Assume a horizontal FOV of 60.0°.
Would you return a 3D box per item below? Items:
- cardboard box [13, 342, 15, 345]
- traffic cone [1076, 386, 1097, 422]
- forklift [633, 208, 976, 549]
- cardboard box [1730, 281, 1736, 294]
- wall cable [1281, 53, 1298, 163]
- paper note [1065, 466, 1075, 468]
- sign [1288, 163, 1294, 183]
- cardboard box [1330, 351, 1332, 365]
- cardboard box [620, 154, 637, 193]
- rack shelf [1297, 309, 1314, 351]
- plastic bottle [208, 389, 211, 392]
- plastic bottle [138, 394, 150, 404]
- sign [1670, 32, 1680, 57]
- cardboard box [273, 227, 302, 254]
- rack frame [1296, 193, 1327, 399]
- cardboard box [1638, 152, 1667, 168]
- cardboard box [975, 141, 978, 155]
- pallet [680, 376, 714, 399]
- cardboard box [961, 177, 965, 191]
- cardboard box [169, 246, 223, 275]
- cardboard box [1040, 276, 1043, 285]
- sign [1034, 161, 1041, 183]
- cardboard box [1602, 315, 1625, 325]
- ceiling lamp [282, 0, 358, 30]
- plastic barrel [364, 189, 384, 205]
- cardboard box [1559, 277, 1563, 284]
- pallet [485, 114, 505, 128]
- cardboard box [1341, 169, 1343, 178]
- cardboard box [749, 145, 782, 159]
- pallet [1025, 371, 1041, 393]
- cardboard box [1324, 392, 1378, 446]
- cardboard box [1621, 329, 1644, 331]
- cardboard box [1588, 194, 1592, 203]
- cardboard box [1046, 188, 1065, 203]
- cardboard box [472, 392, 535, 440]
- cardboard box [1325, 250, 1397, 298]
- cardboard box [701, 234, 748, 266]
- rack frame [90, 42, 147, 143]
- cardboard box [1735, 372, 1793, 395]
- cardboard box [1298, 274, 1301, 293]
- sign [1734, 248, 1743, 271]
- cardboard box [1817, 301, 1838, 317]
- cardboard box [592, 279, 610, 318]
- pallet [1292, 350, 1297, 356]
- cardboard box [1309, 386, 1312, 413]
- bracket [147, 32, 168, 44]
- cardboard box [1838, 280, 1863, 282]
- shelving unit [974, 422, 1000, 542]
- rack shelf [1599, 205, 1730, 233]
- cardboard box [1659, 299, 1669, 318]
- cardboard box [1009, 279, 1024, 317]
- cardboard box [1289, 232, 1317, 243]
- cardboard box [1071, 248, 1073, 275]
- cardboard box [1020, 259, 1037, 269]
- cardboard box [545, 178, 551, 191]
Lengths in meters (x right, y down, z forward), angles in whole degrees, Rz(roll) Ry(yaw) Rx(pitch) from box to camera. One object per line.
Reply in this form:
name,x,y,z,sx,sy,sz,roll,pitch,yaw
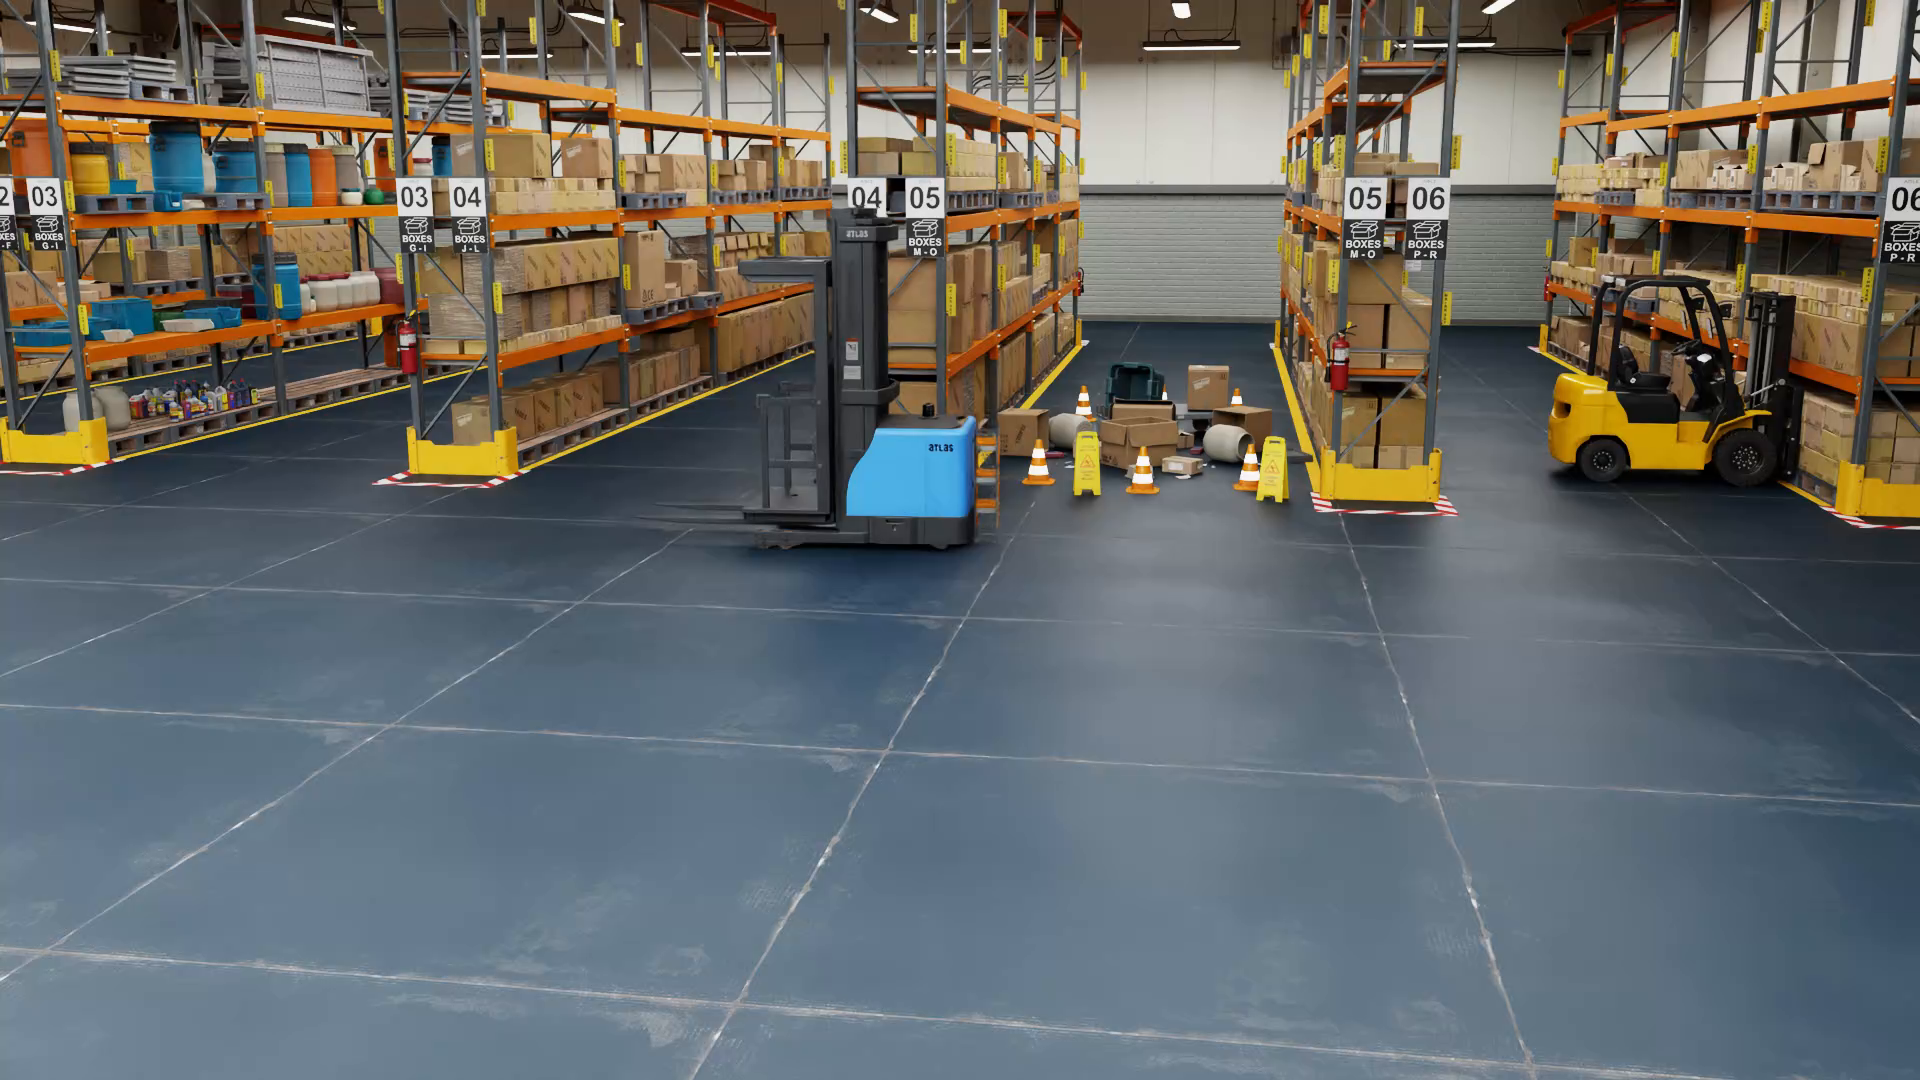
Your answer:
cardboard box,-14.685,-2.905,25.552,0.500,0.311,0.500,2,12,8
traffic cone,1.674,-1.846,22.461,0.336,0.463,0.334,2,12,9
forklift,-1.391,-1.461,14.813,3.031,2.935,1.130,1,12,5
cardboard box,9.732,-3.104,20.501,0.380,0.149,0.250,2,12,9
wall cable,7.324,-9.340,36.974,0.463,3.000,0.029,2,12,9
paper note,1.273,-0.834,18.793,0.144,0.017,0.142,7,14,28
sign,5.564,-6.157,27.909,0.100,0.325,0.005,2,12,9
cardboard box,4.042,-1.902,17.296,0.380,0.149,0.250,2,12,8
cardboard box,-4.740,-4.854,22.036,0.797,0.503,0.637,1,12,6
rack shelf,5.190,-2.781,22.486,1.077,0.370,4.000,2,12,9
plastic bottle,-9.803,-1.833,21.781,0.061,0.283,0.133,2,12,9
plastic bottle,-10.483,-1.726,21.303,0.152,0.276,0.135,2,12,7
sign,9.865,-6.833,22.933,0.100,0.325,0.005,2,12,9
cardboard box,-13.038,-5.759,31.984,0.500,0.500,0.500,1,12,7
rack frame,5.497,-3.549,24.342,1.000,3.000,0.127,2,12,9
cardboard box,11.030,-6.045,26.478,0.396,0.266,0.258,2,12,9
cardboard box,0.001,-4.441,18.829,0.380,0.149,0.250,2,12,9
pallet,-4.417,-2.345,25.371,1.003,0.211,1.213,2,12,9
cardboard box,-0.154,-3.840,17.933,0.380,0.149,0.250,2,12,9
cardboard box,-13.805,-5.042,30.036,0.700,0.500,0.500,4,13,18
cardboard box,1.143,-4.243,27.162,0.380,0.149,0.250,2,12,11
sign,1.138,-5.427,24.519,0.100,0.325,0.005,2,12,9
cardboard box,10.759,-3.600,27.267,0.380,0.149,0.250,2,12,8
ceiling lamp,-10.926,-10.549,28.726,0.800,3.185,2.000,2,12,9
plastic barrel,-9.176,-5.368,26.031,0.294,0.245,0.294,0,12,0
cardboard box,11.318,-4.818,30.824,0.380,0.149,0.250,2,12,10
pallet,-8.671,-7.335,29.067,1.003,0.211,1.213,2,12,9
cardboard box,4.126,-3.803,17.105,0.380,0.149,0.250,2,12,8
cardboard box,-3.529,-7.034,30.143,0.500,0.250,0.500,1,12,5
pallet,0.712,-2.488,26.037,1.003,0.211,1.213,2,12,9
cardboard box,4.132,-1.287,17.594,0.500,0.500,0.500,2,12,9
cardboard box,10.676,-3.285,26.512,0.380,0.149,0.250,2,12,8
cardboard box,10.914,-5.807,28.296,0.380,0.149,0.250,2,12,8
cardboard box,1.538,-6.002,28.960,0.500,0.250,0.500,3,12,12
cardboard box,-5.355,-1.443,19.507,0.500,0.500,0.500,5,13,23
cardboard box,4.215,-2.785,17.482,0.700,0.500,0.500,2,12,9
cardboard box,-3.967,-4.837,27.697,0.797,0.503,0.637,2,12,10
rack frame,-17.748,-8.950,35.162,1.000,3.000,0.127,2,12,9
cardboard box,9.403,-1.816,19.456,0.500,0.250,0.500,2,12,8
cardboard box,5.321,-3.829,24.811,0.500,0.250,0.500,2,12,8
sign,10.951,-3.938,23.397,0.100,0.325,0.005,2,12,9
cardboard box,9.103,-2.386,17.166,0.380,0.149,0.250,1,12,7
cardboard box,-5.040,-3.140,21.501,0.875,0.500,0.500,2,12,9
pallet,6.307,-3.174,29.222,1.003,0.211,1.213,2,12,9
cardboard box,4.960,-1.746,21.218,0.950,0.372,0.625,2,12,9
bracket,-17.900,-11.202,37.066,0.235,0.232,0.430,2,12,9
cardboard box,9.893,-2.778,18.279,0.380,0.149,0.250,2,12,8
shelving unit,0.242,-0.520,14.915,0.215,1.050,0.252,1,12,4
rack shelf,10.710,-4.920,25.291,1.077,0.370,4.000,2,12,9
cardboard box,10.093,-3.231,23.223,0.500,0.250,0.500,2,12,9
cardboard box,0.632,-3.427,23.538,0.500,0.500,0.500,2,12,8
cardboard box,5.912,-5.027,28.587,0.500,0.500,0.500,2,12,8
cardboard box,1.853,-5.233,31.214,0.500,0.500,0.500,2,12,9
cardboard box,1.015,-4.370,26.339,0.380,0.149,0.250,2,12,11
cardboard box,-5.028,-4.166,19.493,0.380,0.149,0.250,2,12,8
